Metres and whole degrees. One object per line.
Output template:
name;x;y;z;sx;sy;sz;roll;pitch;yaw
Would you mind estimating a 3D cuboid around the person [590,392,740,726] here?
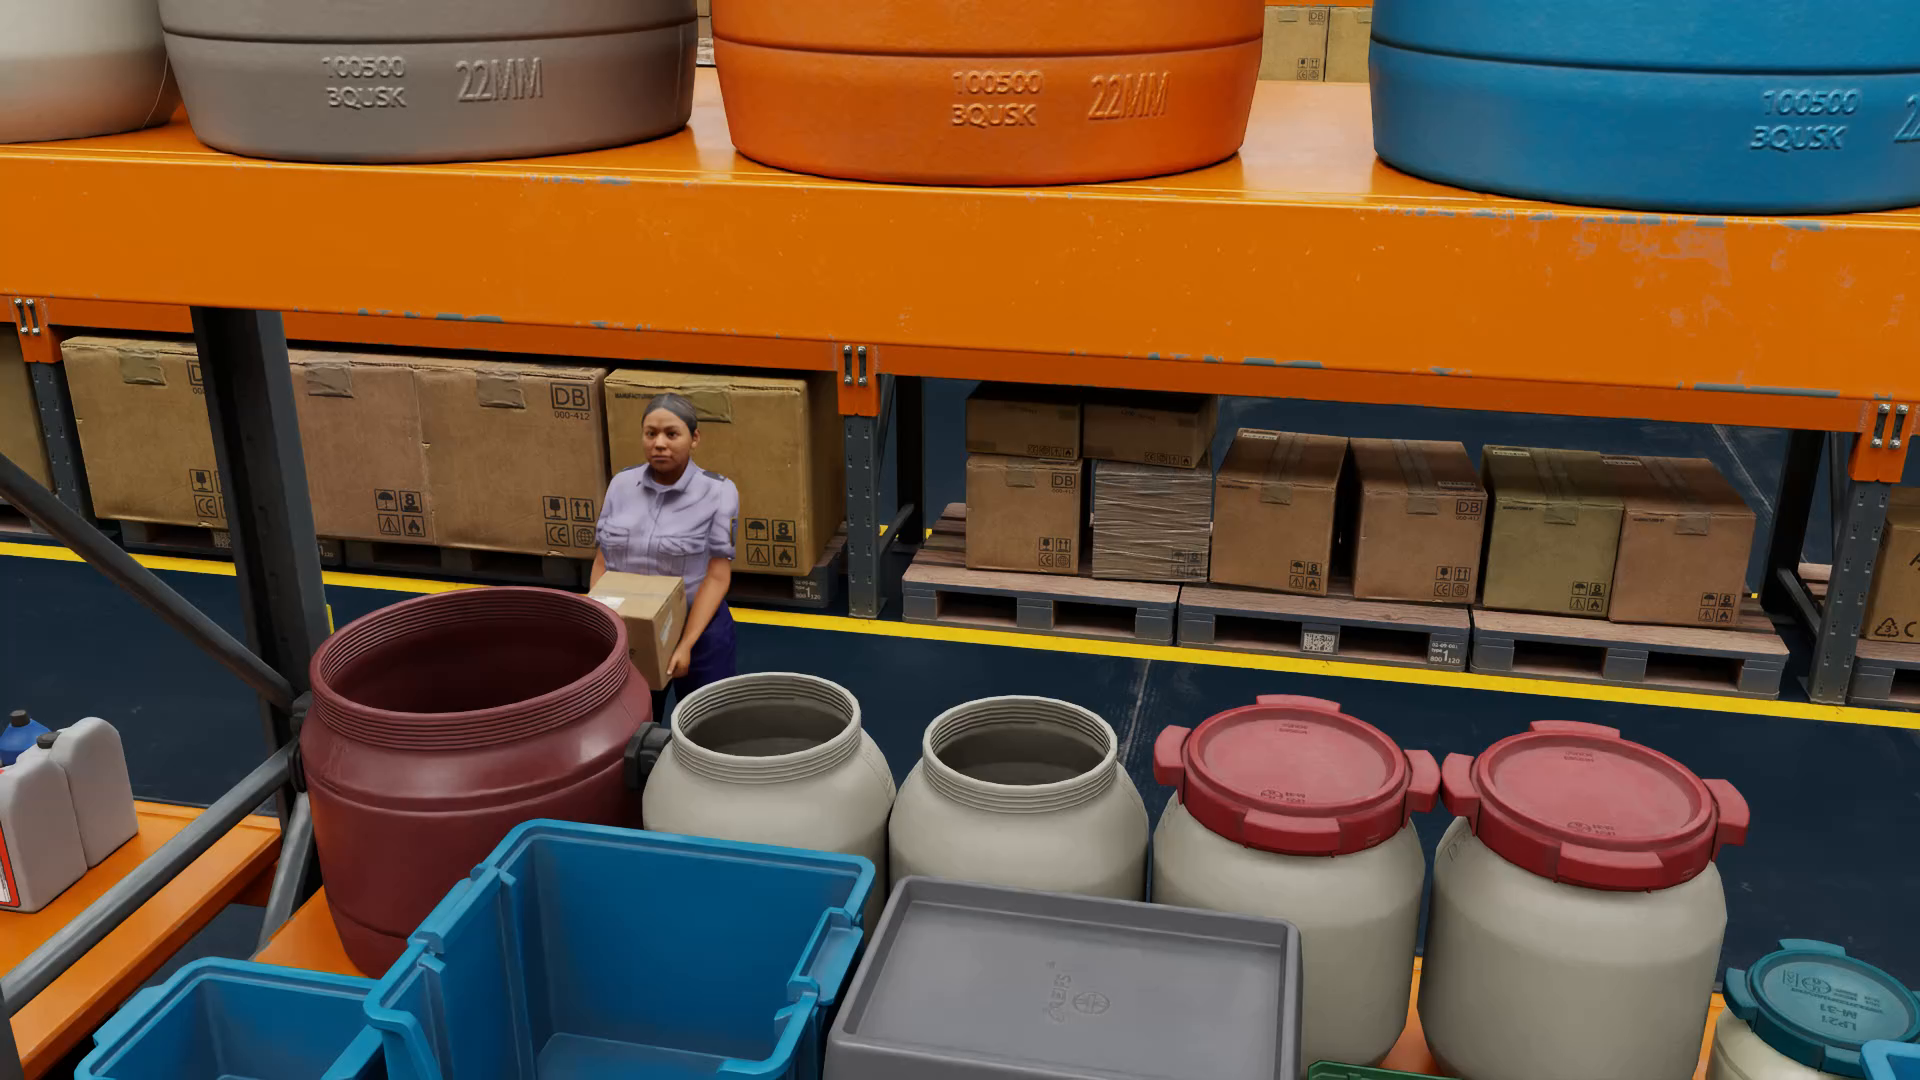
person;-0.927;0.369;5.197;0.452;1.634;0.524;5;22;11
